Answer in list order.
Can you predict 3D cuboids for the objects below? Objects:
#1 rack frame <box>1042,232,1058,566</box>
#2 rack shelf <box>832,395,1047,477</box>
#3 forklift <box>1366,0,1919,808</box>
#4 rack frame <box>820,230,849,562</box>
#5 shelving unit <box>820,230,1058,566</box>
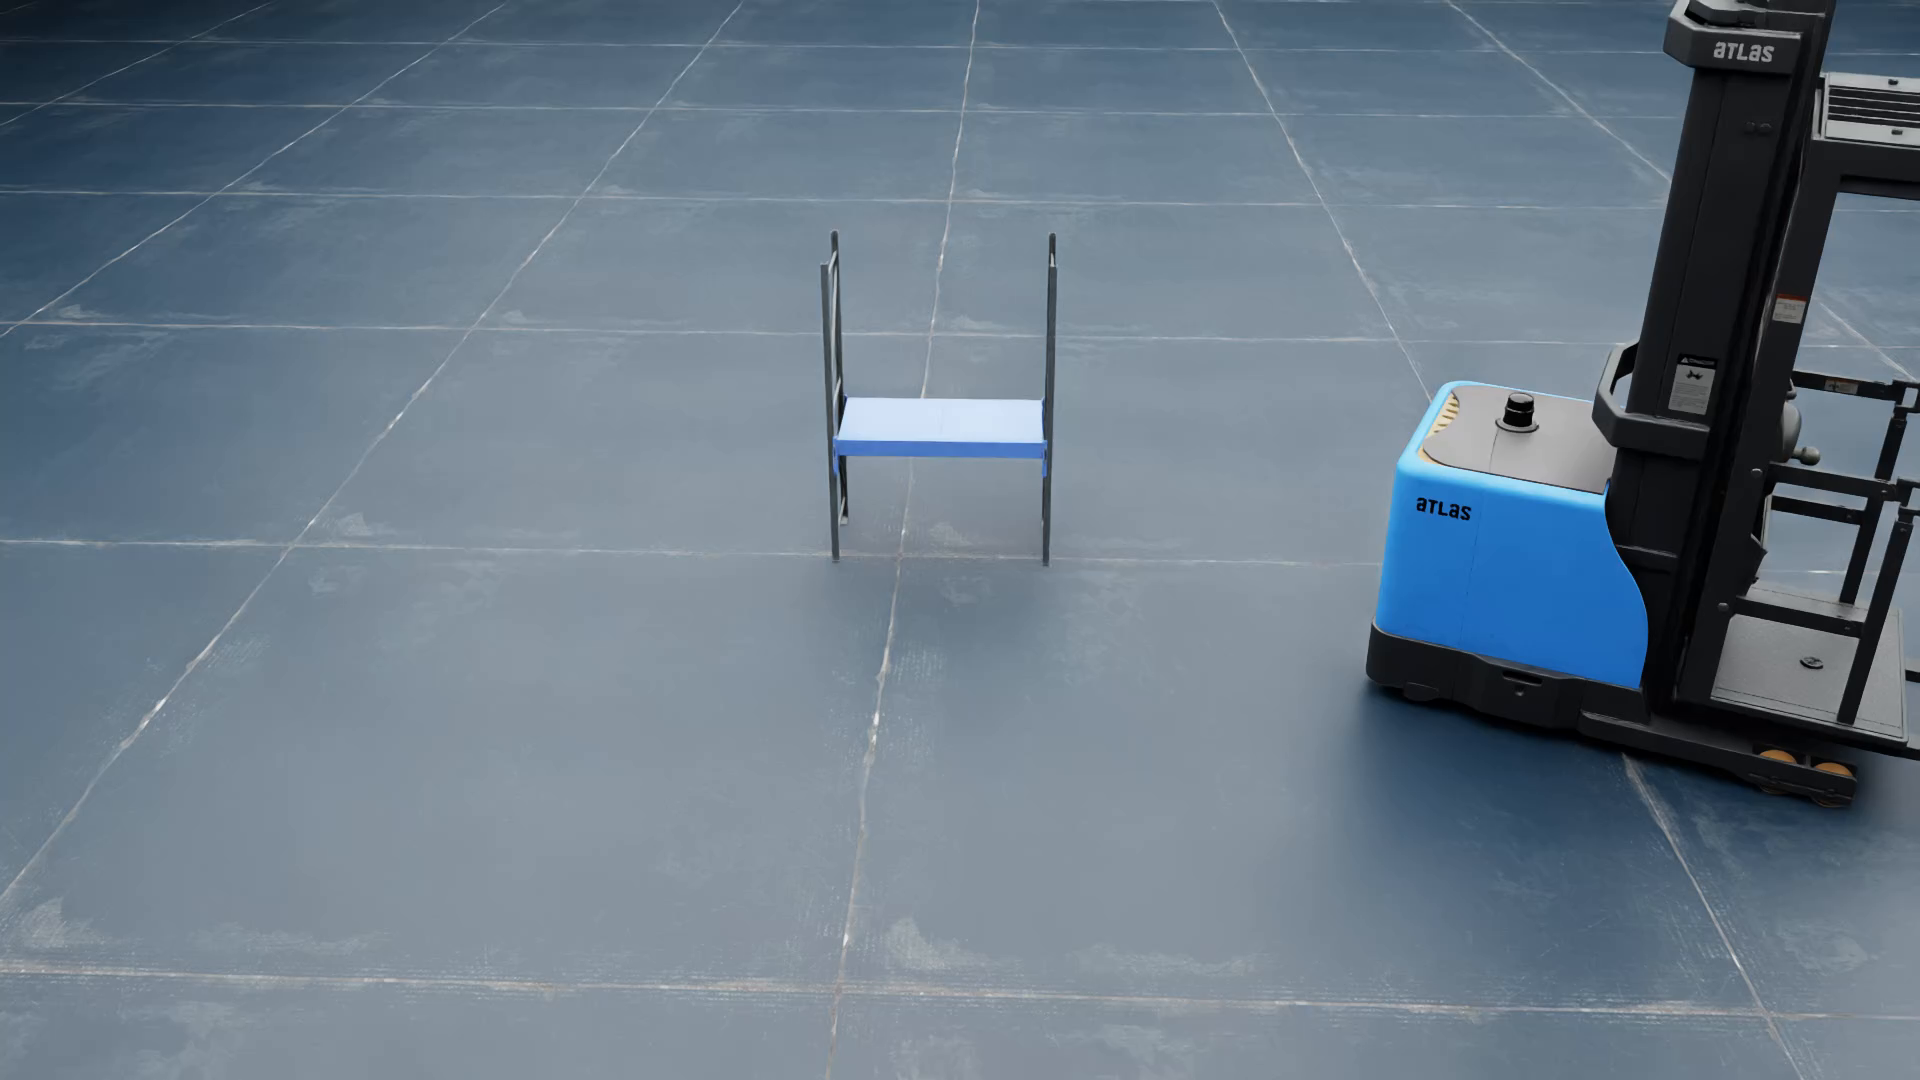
[{"bbox_3d":[0.423,-0.656,7.886,0.032,1.500,0.500,1,28,2],"label":"rack frame"},{"bbox_3d":[-0.085,-0.505,7.986,1.000,0.185,0.538,1,28,2],"label":"rack shelf"},{"bbox_3d":[3.275,-0.562,6.180,3.031,2.935,1.130,13,30,22],"label":"forklift"},{"bbox_3d":[-0.593,-0.672,7.917,0.032,1.500,0.500,1,28,2],"label":"rack frame"},{"bbox_3d":[-0.085,-0.664,7.901,1.048,1.500,0.538,1,28,2],"label":"shelving unit"}]
